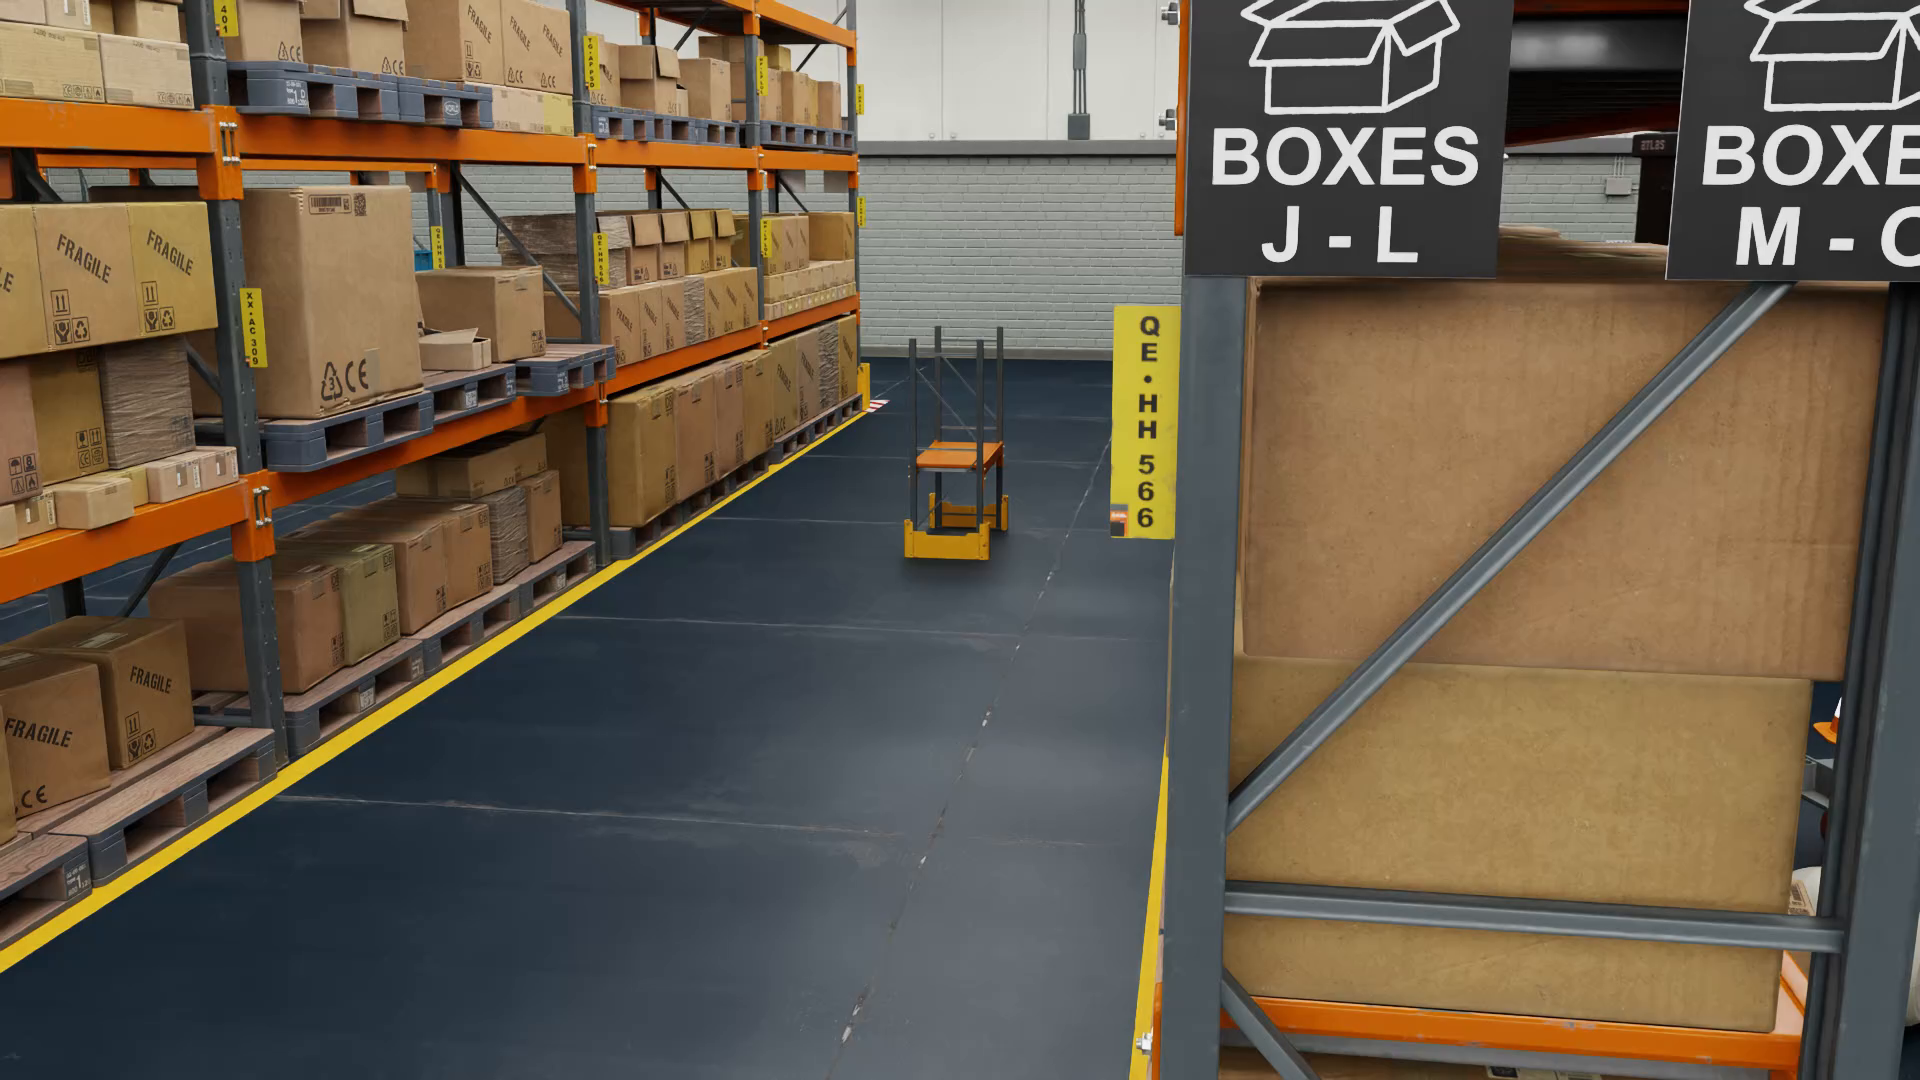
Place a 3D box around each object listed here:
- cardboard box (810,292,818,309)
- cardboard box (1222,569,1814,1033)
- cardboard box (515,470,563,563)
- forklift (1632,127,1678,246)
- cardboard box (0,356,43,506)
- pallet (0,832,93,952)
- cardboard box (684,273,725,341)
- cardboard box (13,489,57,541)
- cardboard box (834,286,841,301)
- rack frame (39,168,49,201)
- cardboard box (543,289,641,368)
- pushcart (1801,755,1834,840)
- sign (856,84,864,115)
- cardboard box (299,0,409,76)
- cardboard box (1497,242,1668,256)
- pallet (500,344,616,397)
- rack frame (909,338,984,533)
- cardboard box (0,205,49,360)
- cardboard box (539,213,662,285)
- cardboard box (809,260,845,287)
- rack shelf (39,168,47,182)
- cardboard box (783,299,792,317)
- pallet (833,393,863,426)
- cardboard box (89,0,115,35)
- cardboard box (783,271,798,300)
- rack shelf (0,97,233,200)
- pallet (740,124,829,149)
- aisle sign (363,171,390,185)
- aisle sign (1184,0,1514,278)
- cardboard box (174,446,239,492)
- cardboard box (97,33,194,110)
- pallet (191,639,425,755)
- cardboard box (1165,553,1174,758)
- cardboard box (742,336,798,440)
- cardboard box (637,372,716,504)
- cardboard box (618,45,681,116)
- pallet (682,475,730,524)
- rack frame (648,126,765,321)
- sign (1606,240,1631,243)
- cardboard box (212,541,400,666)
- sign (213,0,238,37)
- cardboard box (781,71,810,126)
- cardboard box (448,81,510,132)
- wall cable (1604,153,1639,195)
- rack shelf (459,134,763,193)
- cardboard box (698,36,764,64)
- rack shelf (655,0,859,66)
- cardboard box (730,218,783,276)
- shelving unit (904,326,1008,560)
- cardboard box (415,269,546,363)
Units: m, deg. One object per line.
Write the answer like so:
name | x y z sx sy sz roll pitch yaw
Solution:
cardboard box | -1.632 -2.392 16.567 0.380 0.149 0.250 2 12 7
cardboard box | 0.808 0.389 2.714 0.875 0.550 0.550 2 12 9
cardboard box | -2.943 -0.159 10.502 0.700 0.500 0.500 1 12 6
forklift | 4.507 -0.897 9.199 1.130 2.935 3.031 -5 13 -20
cardboard box | -3.694 -0.366 5.629 0.875 0.500 0.500 2 12 9
pallet | -3.728 1.285 5.530 1.003 0.211 1.213 2 12 9
cardboard box | -2.203 -1.870 13.313 0.500 0.500 0.500 2 12 8
cardboard box | -3.460 -0.091 5.894 0.380 0.149 0.250 2 12 9
cardboard box | -1.476 -2.606 17.560 0.380 0.149 0.250 2 12 10
rack frame | -11.417 -3.294 20.156 1.000 3.000 0.127 2 12 9
cardboard box | -2.516 -1.448 11.353 0.500 0.500 0.500 2 12 10
pushcart | 4.057 1.066 6.153 1.648 0.377 0.936 -2 12 -11
sign | -1.095 -4.812 18.167 0.100 0.325 0.005 2 12 9
cardboard box | -3.161 -2.487 8.050 0.797 0.503 0.637 2 12 11
cardboard box | 1.105 -0.366 3.653 0.875 0.550 0.550 2 12 9
pallet | -2.864 -1.061 10.251 1.213 0.211 1.003 2 12 9
rack frame | -0.091 -0.610 11.262 0.500 1.500 0.032 2 12 9
cardboard box | -3.425 -0.846 5.483 0.500 0.500 0.500 2 12 9
cardboard box | -2.628 -2.133 12.152 0.797 0.503 0.637 2 12 10
cardboard box | -1.520 -2.829 17.649 0.500 0.250 0.500 2 12 8
rack shelf | -11.725 -3.992 17.984 1.077 0.370 4.000 2 12 9
cardboard box | -1.790 -2.177 15.570 0.380 0.149 0.250 2 12 11
pallet | -1.675 -1.440 18.173 1.003 0.211 1.213 2 12 9
cardboard box | -3.370 -1.932 6.128 0.380 0.149 0.250 2 12 9
cardboard box | -1.832 -2.404 15.678 0.500 0.250 0.500 2 12 8
rack shelf | -3.782 -1.172 4.900 1.077 0.370 4.000 2 12 9
pallet | -1.918 -3.985 16.456 1.003 0.211 1.213 2 12 9
aisle sign | -6.806 -4.428 19.248 0.394 0.787 0.004 2 12 9
aisle sign | 0.488 -0.725 2.067 0.394 0.787 0.004 2 12 9
cardboard box | -3.217 -0.297 6.846 0.380 0.149 0.250 2 12 9
cardboard box | -3.287 -1.763 6.292 0.500 0.250 0.500 2 12 11
pallet | -3.356 0.727 8.118 1.003 0.211 1.213 2 12 9
cardboard box | 1.417 0.470 7.034 1.050 0.750 0.750 2 12 8
cardboard box | -2.064 -1.441 15.604 0.875 0.875 0.875 2 12 9
cardboard box | -2.588 -0.801 12.638 1.225 0.875 0.875 2 12 9
cardboard box | -2.566 -3.454 12.541 0.797 0.503 0.637 2 12 8
pallet | -2.474 -0.358 13.154 1.003 0.211 1.213 2 12 9
rack frame | -2.244 -2.139 14.799 1.000 3.000 0.127 2 12 9
sign | 8.969 -3.972 22.661 0.327 0.218 0.001 2 12 9
cardboard box | -3.267 0.307 8.336 0.700 0.500 0.500 2 12 8
sign | -2.937 -2.177 6.627 0.100 0.325 0.005 2 12 9
cardboard box | -1.876 -4.289 16.185 0.700 0.500 0.500 2 12 11
cardboard box | -2.833 -2.384 9.173 0.500 0.250 0.500 2 12 10
wall cable | 9.007 -4.337 22.513 0.585 1.953 0.123 2 12 9
rack shelf | -2.552 -2.837 12.627 1.077 0.370 4.000 2 12 9
cardboard box | -2.093 -4.471 15.246 0.500 0.250 0.500 1 12 5
rack shelf | -1.937 -4.941 16.217 1.077 0.370 4.000 2 12 9
cardboard box | -1.918 -2.669 15.129 0.500 0.500 0.500 2 12 9
shelving unit | -0.012 -0.717 11.762 0.587 1.500 1.083 2 12 9
cardboard box | -2.890 -1.327 9.799 0.700 0.500 0.500 4 13 17
